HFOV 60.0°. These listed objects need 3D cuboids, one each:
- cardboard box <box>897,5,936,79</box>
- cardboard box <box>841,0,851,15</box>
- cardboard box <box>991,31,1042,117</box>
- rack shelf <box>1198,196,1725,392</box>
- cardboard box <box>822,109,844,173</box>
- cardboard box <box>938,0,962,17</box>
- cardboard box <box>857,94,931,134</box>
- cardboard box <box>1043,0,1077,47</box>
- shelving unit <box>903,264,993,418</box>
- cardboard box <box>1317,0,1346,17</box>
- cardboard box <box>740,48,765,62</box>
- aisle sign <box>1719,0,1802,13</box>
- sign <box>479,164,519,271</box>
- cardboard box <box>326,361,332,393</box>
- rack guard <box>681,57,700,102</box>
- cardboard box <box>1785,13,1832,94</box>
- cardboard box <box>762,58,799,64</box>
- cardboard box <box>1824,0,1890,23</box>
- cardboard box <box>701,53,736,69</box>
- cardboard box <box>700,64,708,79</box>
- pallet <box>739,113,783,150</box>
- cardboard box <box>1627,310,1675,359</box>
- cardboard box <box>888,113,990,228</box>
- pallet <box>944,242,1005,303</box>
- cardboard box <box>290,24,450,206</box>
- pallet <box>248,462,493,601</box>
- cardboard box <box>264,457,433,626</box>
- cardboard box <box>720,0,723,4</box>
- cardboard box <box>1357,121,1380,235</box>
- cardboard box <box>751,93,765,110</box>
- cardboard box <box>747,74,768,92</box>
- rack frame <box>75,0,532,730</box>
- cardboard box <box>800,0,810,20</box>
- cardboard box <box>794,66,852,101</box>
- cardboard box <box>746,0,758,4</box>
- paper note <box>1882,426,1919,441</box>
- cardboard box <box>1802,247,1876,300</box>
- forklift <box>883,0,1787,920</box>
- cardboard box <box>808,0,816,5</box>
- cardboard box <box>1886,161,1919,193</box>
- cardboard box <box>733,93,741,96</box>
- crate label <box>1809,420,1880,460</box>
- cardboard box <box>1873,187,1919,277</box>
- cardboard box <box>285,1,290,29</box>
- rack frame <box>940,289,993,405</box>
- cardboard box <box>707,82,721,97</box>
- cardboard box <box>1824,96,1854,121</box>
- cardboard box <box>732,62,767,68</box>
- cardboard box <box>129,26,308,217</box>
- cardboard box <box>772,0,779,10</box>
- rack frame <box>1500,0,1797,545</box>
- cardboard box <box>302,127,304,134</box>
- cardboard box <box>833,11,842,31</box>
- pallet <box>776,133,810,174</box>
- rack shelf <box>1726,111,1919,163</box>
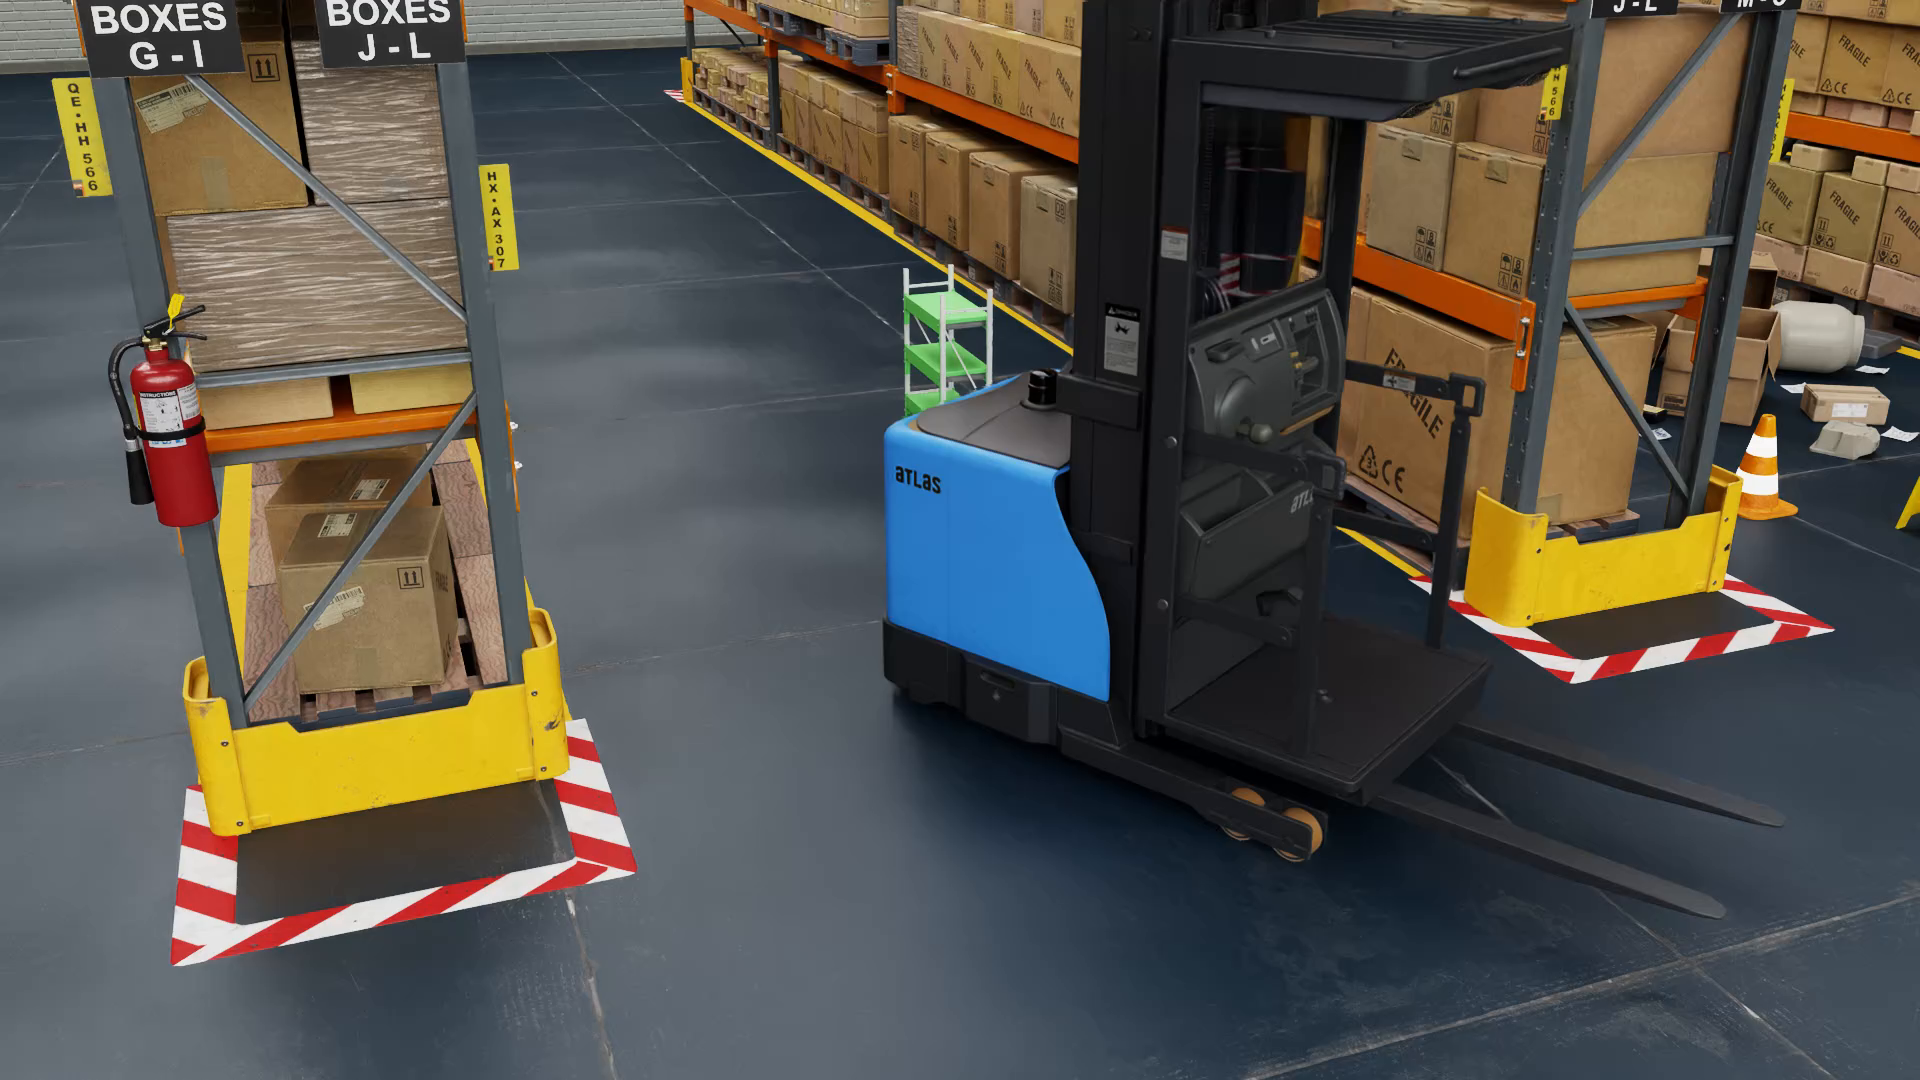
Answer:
[{"bbox_3d":[-0.179,-3.916,13.049,0.500,0.500,0.500,-8,24,-18],"label":"cardboard box"},{"bbox_3d":[-0.782,-4.498,13.960,0.380,0.149,0.250,-7,24,-17],"label":"cardboard box"},{"bbox_3d":[0.536,-3.183,11.310,0.500,0.500,0.500,-8,24,-18],"label":"cardboard box"},{"bbox_3d":[2.034,-1.558,8.511,1.077,0.370,4.000,-8,24,-19],"label":"rack shelf"},{"bbox_3d":[-0.944,-3.694,15.329,0.500,0.500,0.500,-9,25,-21],"label":"cardboard box"},{"bbox_3d":[0.244,-4.228,12.504,0.700,0.500,0.500,-9,24,-20],"label":"cardboard box"},{"bbox_3d":[-0.572,-3.669,14.306,0.500,0.250,0.500,-9,24,-20],"label":"cardboard box"},{"bbox_3d":[0.963,-3.489,10.751,0.700,0.500,0.500,-9,24,-20],"label":"cardboard box"},{"bbox_3d":[-0.058,-0.613,7.660,0.258,1.200,0.503,-8,24,-19],"label":"shelving unit"},{"bbox_3d":[1.986,-2.454,8.126,0.875,0.550,0.500,-8,24,-19],"label":"cardboard box"},{"bbox_3d":[-2.452,-5.874,20.188,0.380,0.149,0.250,-8,24,-18],"label":"cardboard box"},{"bbox_3d":[3.047,-2.376,6.179,0.394,0.787,0.004,-8,24,-19],"label":"aisle sign"},{"bbox_3d":[-1.428,-0.993,5.128,0.100,0.325,0.005,-8,24,-19],"label":"sign"},{"bbox_3d":[-2.317,-0.569,5.563,0.380,0.149,0.250,-8,24,-19],"label":"cardboard box"},{"bbox_3d":[-2.885,-5.797,20.860,1.175,0.500,0.348,-8,24,-19],"label":"rack guard"},{"bbox_3d":[5.818,-3.317,11.247,0.500,0.500,0.500,-8,24,-19],"label":"cardboard box"},{"bbox_3d":[-2.073,-5.493,19.285,0.380,0.149,0.250,-9,25,-21],"label":"cardboard box"},{"bbox_3d":[6.035,-3.598,10.625,0.700,0.500,0.500,-8,24,-19],"label":"cardboard box"},{"bbox_3d":[-2.865,-5.701,19.777,0.380,0.149,0.250,-8,24,-19],"label":"cardboard box"},{"bbox_3d":[-2.923,-5.661,20.065,0.380,0.149,0.250,-8,24,-19],"label":"cardboard box"},{"bbox_3d":[-1.769,-4.477,18.101,1.003,0.211,1.213,-8,24,-19],"label":"pallet"},{"bbox_3d":[4.009,-1.420,10.298,0.797,0.637,0.503,-8,24,-19],"label":"cardboard box"},{"bbox_3d":[0.046,-2.993,13.345,1.050,0.750,0.750,-9,24,-20],"label":"cardboard box"},{"bbox_3d":[0.550,-2.045,12.331,1.003,0.211,1.213,-8,24,-19],"label":"pallet"},{"bbox_3d":[-1.874,-1.400,5.411,0.500,0.500,0.500,-8,24,-19],"label":"cardboard box"},{"bbox_3d":[-2.643,-0.004,7.488,1.003,0.211,1.213,-8,24,-19],"label":"pallet"},{"bbox_3d":[-2.383,-0.002,6.571,0.500,0.500,0.500,-2,23,-5],"label":"cardboard box"},{"bbox_3d":[-2.505,-6.138,18.775,0.380,0.149,0.250,-7,24,-17],"label":"cardboard box"},{"bbox_3d":[2.272,-1.778,7.914,0.875,0.550,0.550,-8,24,-19],"label":"cardboard box"},{"bbox_3d":[-2.014,-4.707,17.804,0.380,0.149,0.250,-10,25,-22],"label":"cardboard box"},{"bbox_3d":[-2.090,-4.947,17.990,0.380,0.149,0.250,-9,24,-19],"label":"cardboard box"},{"bbox_3d":[-1.935,-0.519,5.120,1.000,3.000,0.127,-8,24,-19],"label":"rack frame"},{"bbox_3d":[-1.237,-4.829,15.128,0.380,0.149,0.250,-10,25,-21],"label":"cardboard box"},{"bbox_3d":[-1.294,-4.412,16.069,0.500,0.250,0.500,-8,24,-18],"label":"cardboard box"},{"bbox_3d":[-1.934,-5.843,17.240,0.500,0.500,0.500,-8,24,-19],"label":"cardboard box"},{"bbox_3d":[5.140,-0.581,9.089,0.148,0.019,0.142,-18,29,-37],"label":"paper note"},{"bbox_3d":[6.078,-1.815,11.193,0.500,0.250,0.500,-7,24,-16],"label":"cardboard box"},{"bbox_3d":[1.171,-0.556,5.296,3.031,2.935,1.130,18,29,36],"label":"forklift"},{"bbox_3d":[-1.144,-4.870,14.842,0.380,0.149,0.250,-8,24,-18],"label":"cardboard box"},{"bbox_3d":[6.148,-2.314,10.577,0.380,0.149,0.250,-7,24,-16],"label":"cardboard box"},{"bbox_3d":[-2.351,-4.979,18.830,0.380,0.149,0.250,-8,24,-18],"label":"cardboard box"},{"bbox_3d":[4.723,-0.540,8.855,0.298,0.136,0.250,18,29,36],"label":"crate label"},{"bbox_3d":[6.260,-1.971,10.599,0.500,0.500,0.500,-7,24,-16],"label":"cardboard box"},{"bbox_3d":[-3.427,-2.418,7.826,0.500,0.500,0.500,-8,24,-19],"label":"cardboard box"},{"bbox_3d":[0.028,-0.524,7.449,0.240,1.200,0.015,-8,24,-19],"label":"rack frame"},{"bbox_3d":[-2.775,-5.341,19.690,0.380,0.149,0.250,-8,24,-18],"label":"cardboard box"},{"bbox_3d":[5.994,-2.881,11.047,0.380,0.149,0.250,-8,24,-19],"label":"cardboard box"},{"bbox_3d":[-2.382,-5.340,18.921,0.380,0.149,0.250,-8,24,-19],"label":"cardboard box"},{"bbox_3d":[-2.361,-1.329,5.242,0.500,0.500,0.500,-8,24,-19],"label":"cardboard box"},{"bbox_3d":[-1.601,-5.203,16.016,0.380,0.149,0.250,-8,24,-19],"label":"cardboard box"},{"bbox_3d":[2.741,-1.163,6.647,1.000,3.000,0.127,-8,24,-19],"label":"rack frame"},{"bbox_3d":[-2.694,-1.442,6.797,0.875,0.500,0.500,-8,24,-19],"label":"cardboard box"},{"bbox_3d":[-0.867,-4.447,14.223,0.380,0.149,0.250,-8,24,-18],"label":"cardboard box"},{"bbox_3d":[-1.222,-3.955,16.863,1.003,0.211,1.213,-8,24,-19],"label":"pallet"},{"bbox_3d":[6.629,-2.274,10.209,1.077,0.370,4.000,-8,24,-19],"label":"rack shelf"}]
